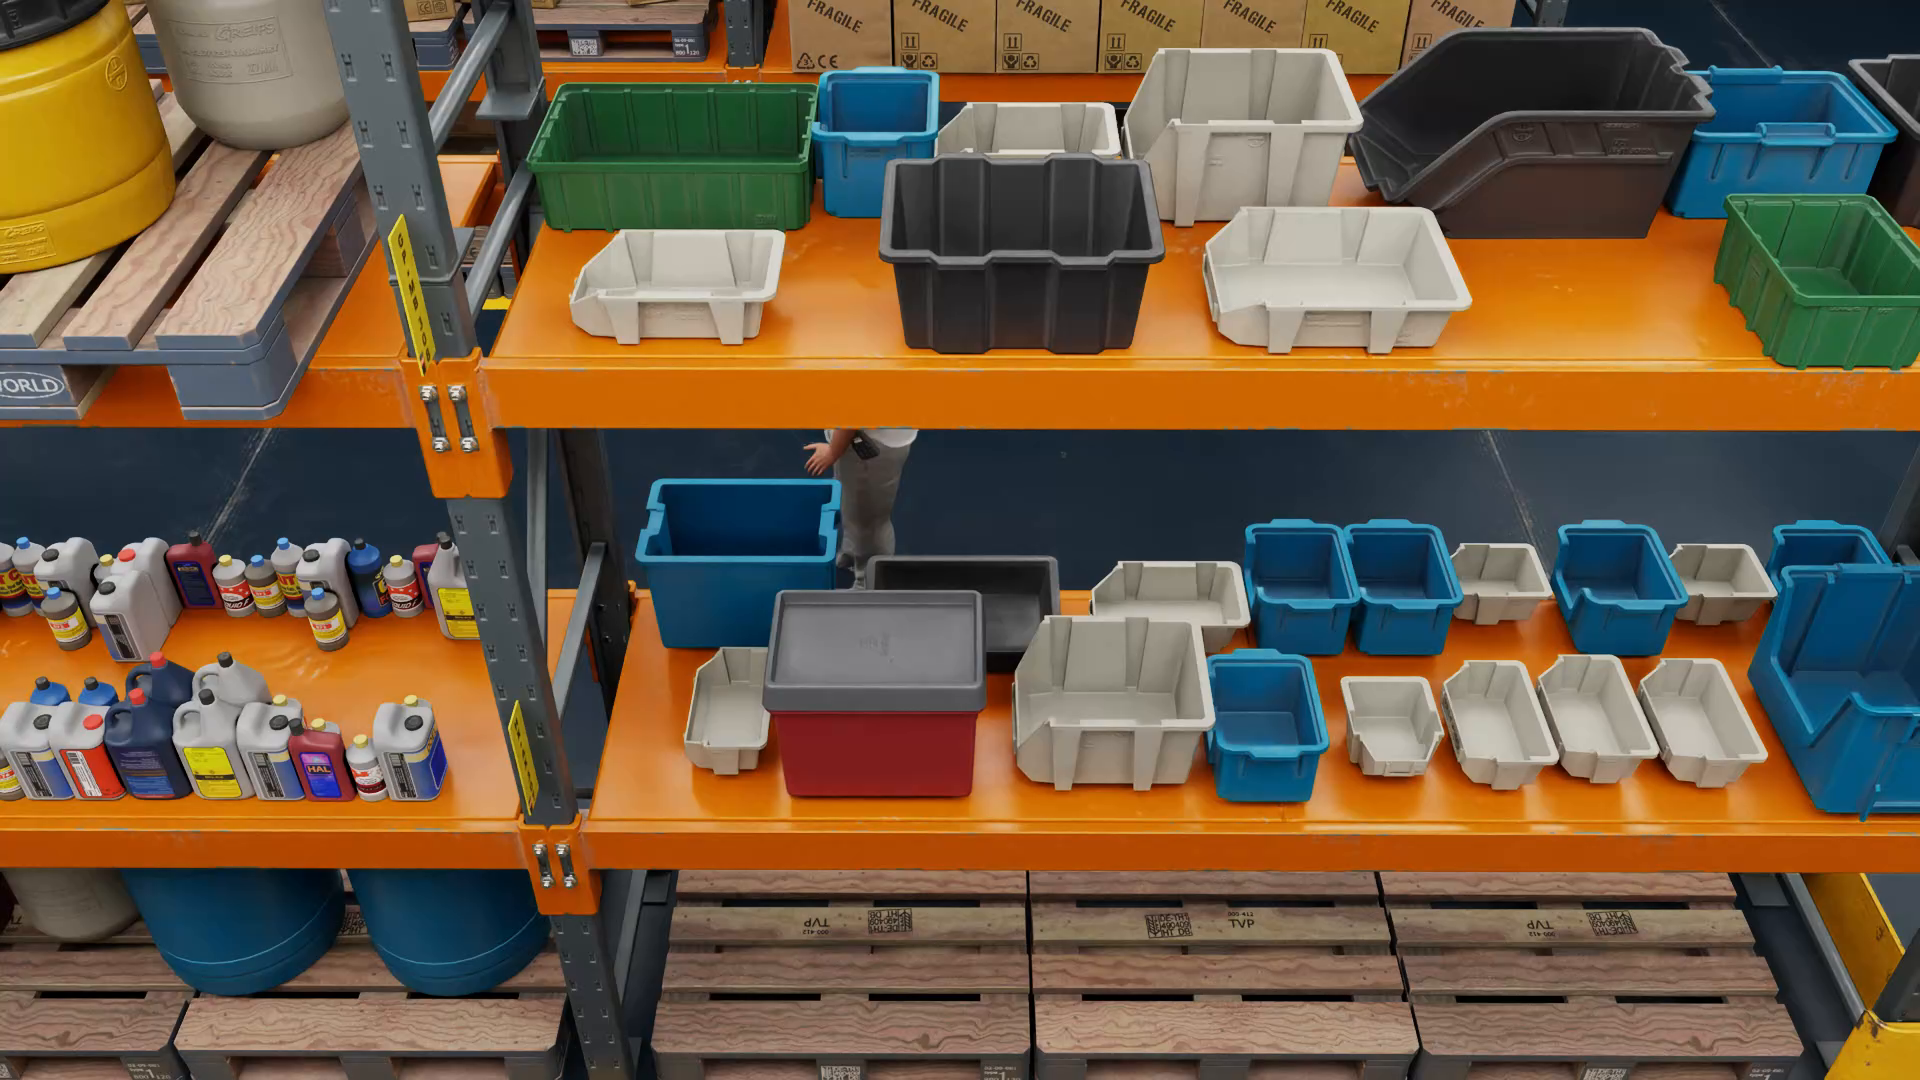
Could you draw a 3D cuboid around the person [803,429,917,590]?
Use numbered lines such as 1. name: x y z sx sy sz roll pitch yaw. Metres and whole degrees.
1. person: -0.452 -0.423 6.724 0.564 1.820 0.582 -1 39 -1
